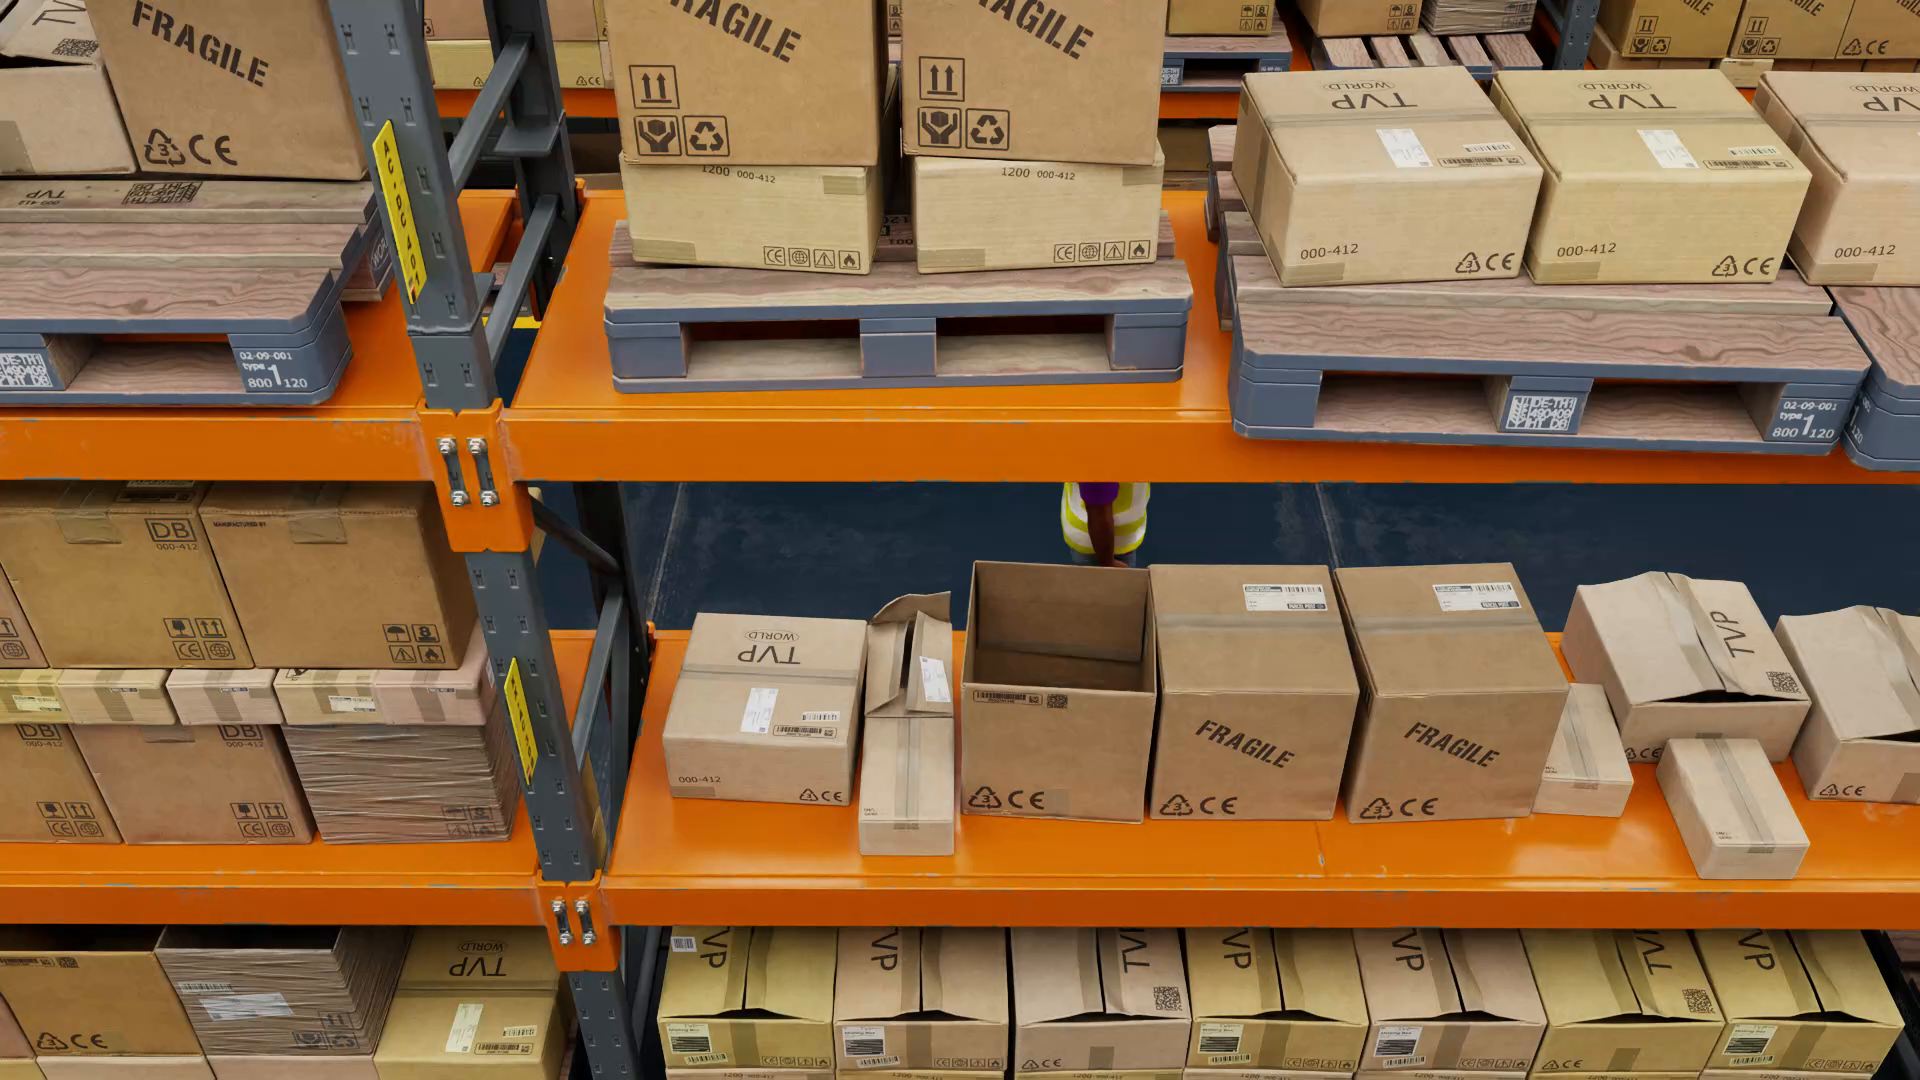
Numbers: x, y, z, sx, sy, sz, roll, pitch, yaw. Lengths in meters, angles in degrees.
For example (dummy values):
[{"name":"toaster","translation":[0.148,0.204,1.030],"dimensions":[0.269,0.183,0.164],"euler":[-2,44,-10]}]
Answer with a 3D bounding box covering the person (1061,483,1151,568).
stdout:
[{"name":"person","translation":[0.537,-0.048,6.225],"dimensions":[0.357,1.807,0.566],"euler":[1,39,1]}]
